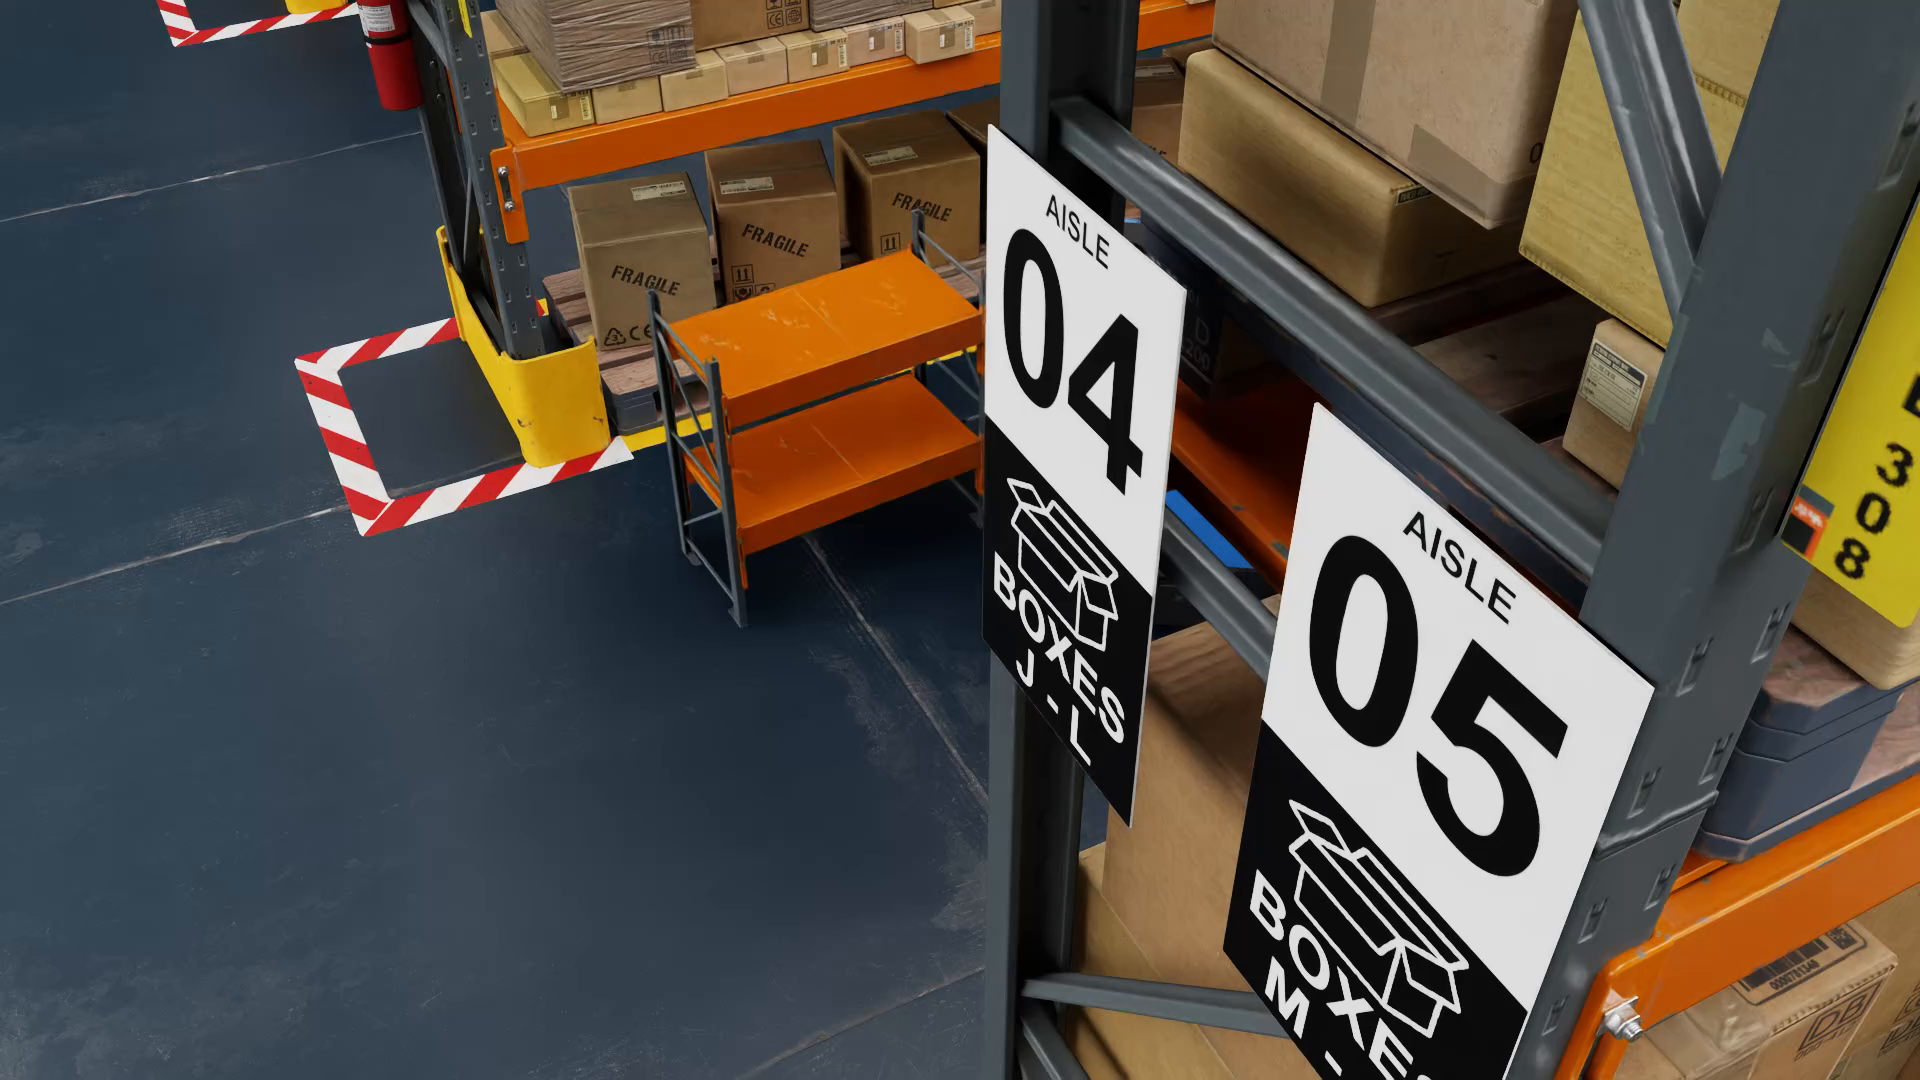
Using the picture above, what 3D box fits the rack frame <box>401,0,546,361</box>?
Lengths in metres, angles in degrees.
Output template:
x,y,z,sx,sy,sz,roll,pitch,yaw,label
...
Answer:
x,y,z,sx,sy,sz,roll,pitch,yaw,label
-1.876,-1.779,6.030,0.127,3.000,1.000,-19,44,-21,rack frame

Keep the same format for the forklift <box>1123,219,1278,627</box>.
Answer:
x,y,z,sx,sy,sz,roll,pitch,yaw,label
1.672,-1.073,5.249,3.031,2.935,1.130,3,40,4,forklift

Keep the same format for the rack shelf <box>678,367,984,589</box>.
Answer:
x,y,z,sx,sy,sz,roll,pitch,yaw,label
-0.461,-0.244,6.046,1.000,0.278,0.538,-22,45,-24,rack shelf

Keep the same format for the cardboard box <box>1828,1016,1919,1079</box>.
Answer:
x,y,z,sx,sy,sz,roll,pitch,yaw,label
1.111,0.722,2.959,0.550,0.550,0.875,-19,44,-21,cardboard box

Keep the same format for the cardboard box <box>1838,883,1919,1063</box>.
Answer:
x,y,z,sx,sy,sz,roll,pitch,yaw,label
1.118,0.318,2.601,0.550,0.550,0.875,-19,44,-21,cardboard box

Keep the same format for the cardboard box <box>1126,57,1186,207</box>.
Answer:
x,y,z,sx,sy,sz,roll,pitch,yaw,label
0.794,-1.908,7.792,0.500,0.500,0.500,-6,41,-7,cardboard box

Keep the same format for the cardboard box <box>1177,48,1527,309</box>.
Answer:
x,y,z,sx,sy,sz,roll,pitch,yaw,label
0.464,-0.448,1.928,0.250,0.149,0.380,-19,44,-21,cardboard box

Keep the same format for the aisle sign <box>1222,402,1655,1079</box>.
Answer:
x,y,z,sx,sy,sz,roll,pitch,yaw,label
0.401,0.294,1.569,0.004,0.787,0.394,-19,44,-21,aisle sign

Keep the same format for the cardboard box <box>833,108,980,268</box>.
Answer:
x,y,z,sx,sy,sz,roll,pitch,yaw,label
-0.236,-1.536,7.353,0.500,0.500,0.500,-15,42,-17,cardboard box

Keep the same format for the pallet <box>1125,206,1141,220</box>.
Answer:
x,y,z,sx,sy,sz,roll,pitch,yaw,label
1.092,-1.688,8.081,1.213,0.211,1.003,-19,44,-21,pallet

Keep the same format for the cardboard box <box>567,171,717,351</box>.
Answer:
x,y,z,sx,sy,sz,roll,pitch,yaw,label
-1.314,-1.162,6.911,0.500,0.500,0.500,-11,41,-13,cardboard box

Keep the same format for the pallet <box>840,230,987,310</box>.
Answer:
x,y,z,sx,sy,sz,roll,pitch,yaw,label
0.009,-1.322,7.648,1.213,0.211,1.003,-19,44,-21,pallet

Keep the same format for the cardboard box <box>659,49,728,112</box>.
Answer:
x,y,z,sx,sy,sz,roll,pitch,yaw,label
-1.054,-1.762,6.204,0.250,0.149,0.380,-19,44,-21,cardboard box

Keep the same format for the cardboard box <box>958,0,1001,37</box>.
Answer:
x,y,z,sx,sy,sz,roll,pitch,yaw,label
0.023,-2.175,6.692,0.250,0.149,0.380,-19,44,-21,cardboard box

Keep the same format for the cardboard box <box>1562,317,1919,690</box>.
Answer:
x,y,z,sx,sy,sz,roll,pitch,yaw,label
0.778,-0.073,1.485,0.250,0.149,0.380,-18,44,-20,cardboard box

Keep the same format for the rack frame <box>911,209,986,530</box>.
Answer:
x,y,z,sx,sy,sz,roll,pitch,yaw,label
-0.029,-0.604,6.093,0.032,1.125,0.500,-22,45,-24,rack frame

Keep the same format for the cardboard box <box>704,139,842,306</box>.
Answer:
x,y,z,sx,sy,sz,roll,pitch,yaw,label
-0.800,-1.360,7.145,0.500,0.500,0.500,-8,41,-9,cardboard box

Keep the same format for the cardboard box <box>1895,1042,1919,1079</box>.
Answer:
x,y,z,sx,sy,sz,roll,pitch,yaw,label
1.666,0.627,3.071,0.550,0.550,0.875,-19,44,-21,cardboard box

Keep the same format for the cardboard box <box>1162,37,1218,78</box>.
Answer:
x,y,z,sx,sy,sz,roll,pitch,yaw,label
1.298,-2.083,7.999,0.500,0.500,0.500,-20,44,-22,cardboard box

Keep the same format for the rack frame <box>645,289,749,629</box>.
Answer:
x,y,z,sx,sy,sz,roll,pitch,yaw,label
-0.893,-0.258,5.684,0.032,1.125,0.500,-22,45,-24,rack frame

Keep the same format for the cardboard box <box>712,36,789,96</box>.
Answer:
x,y,z,sx,sy,sz,roll,pitch,yaw,label
-0.842,-1.848,6.306,0.250,0.149,0.380,-19,44,-21,cardboard box

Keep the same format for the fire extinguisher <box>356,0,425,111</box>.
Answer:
x,y,z,sx,sy,sz,roll,pitch,yaw,label
-2.190,-1.980,6.327,0.183,0.674,0.296,-19,44,-21,fire extinguisher

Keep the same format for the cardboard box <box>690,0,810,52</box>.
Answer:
x,y,z,sx,sy,sz,roll,pitch,yaw,label
-0.987,-2.297,6.335,0.500,0.500,0.875,-19,44,-21,cardboard box

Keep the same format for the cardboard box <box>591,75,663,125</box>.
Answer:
x,y,z,sx,sy,sz,roll,pitch,yaw,label
-1.283,-1.696,6.126,0.250,0.149,0.380,-19,44,-21,cardboard box

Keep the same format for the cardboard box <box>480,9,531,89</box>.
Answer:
x,y,z,sx,sy,sz,roll,pitch,yaw,label
-1.719,-1.887,6.352,0.250,0.149,0.380,-19,44,-21,cardboard box

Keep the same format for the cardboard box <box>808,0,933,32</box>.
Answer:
x,y,z,sx,sy,sz,roll,pitch,yaw,label
-0.524,-2.422,6.482,0.500,0.500,0.875,-19,44,-21,cardboard box

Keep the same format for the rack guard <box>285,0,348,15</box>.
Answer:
x,y,z,sx,sy,sz,roll,pitch,yaw,label
-4.118,-3.713,10.250,0.348,0.500,1.175,-19,44,-21,rack guard

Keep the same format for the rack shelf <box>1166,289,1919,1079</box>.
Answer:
x,y,z,sx,sy,sz,roll,pitch,yaw,label
2.099,-0.374,2.606,4.000,0.370,1.077,-19,44,-21,rack shelf

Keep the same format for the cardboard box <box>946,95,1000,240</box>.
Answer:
x,y,z,sx,sy,sz,roll,pitch,yaw,label
0.280,-1.677,7.520,0.500,0.500,0.500,-22,45,-24,cardboard box

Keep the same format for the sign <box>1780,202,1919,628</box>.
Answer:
x,y,z,sx,sy,sz,roll,pitch,yaw,label
0.577,-0.096,0.982,0.005,0.325,0.100,-19,44,-21,sign

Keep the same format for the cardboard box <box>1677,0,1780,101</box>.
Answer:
x,y,z,sx,sy,sz,roll,pitch,yaw,label
0.769,-0.376,1.226,0.250,0.149,0.380,-18,43,-20,cardboard box

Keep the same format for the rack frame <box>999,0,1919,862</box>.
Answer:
x,y,z,sx,sy,sz,roll,pitch,yaw,label
0.326,-1.197,0.699,0.127,3.000,1.000,-19,44,-21,rack frame

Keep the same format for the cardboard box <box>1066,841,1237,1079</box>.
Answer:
x,y,z,sx,sy,sz,roll,pitch,yaw,label
0.634,0.899,2.750,0.550,0.550,0.875,-19,44,-21,cardboard box

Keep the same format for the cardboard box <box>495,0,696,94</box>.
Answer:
x,y,z,sx,sy,sz,roll,pitch,yaw,label
-1.376,-2.080,6.077,0.500,0.500,0.875,-19,44,-21,cardboard box

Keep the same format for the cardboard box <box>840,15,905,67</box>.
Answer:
x,y,z,sx,sy,sz,roll,pitch,yaw,label
-0.408,-2.009,6.496,0.250,0.149,0.380,-19,44,-21,cardboard box

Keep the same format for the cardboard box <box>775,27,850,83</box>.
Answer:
x,y,z,sx,sy,sz,roll,pitch,yaw,label
-0.617,-1.919,6.389,0.250,0.149,0.380,-19,44,-21,cardboard box

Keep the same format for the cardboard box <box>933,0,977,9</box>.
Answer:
x,y,z,sx,sy,sz,roll,pitch,yaw,label
-0.075,-2.564,6.650,0.500,0.500,0.875,-19,44,-21,cardboard box

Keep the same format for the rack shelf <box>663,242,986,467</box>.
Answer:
x,y,z,sx,sy,sz,roll,pitch,yaw,label
-0.461,-0.654,5.699,1.000,0.278,0.538,-22,45,-24,rack shelf

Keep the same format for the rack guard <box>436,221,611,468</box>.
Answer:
x,y,z,sx,sy,sz,roll,pitch,yaw,label
-1.809,-0.848,6.865,0.348,0.500,1.175,-19,44,-21,rack guard

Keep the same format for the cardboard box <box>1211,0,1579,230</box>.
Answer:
x,y,z,sx,sy,sz,roll,pitch,yaw,label
0.631,-0.613,1.814,0.500,0.250,0.500,-18,43,-20,cardboard box

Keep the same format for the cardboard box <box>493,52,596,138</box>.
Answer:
x,y,z,sx,sy,sz,roll,pitch,yaw,label
-1.513,-1.632,6.051,0.250,0.149,0.380,-19,44,-21,cardboard box

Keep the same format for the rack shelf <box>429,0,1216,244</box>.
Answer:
x,y,z,sx,sy,sz,roll,pitch,yaw,label
-0.102,-2.102,6.968,4.000,0.370,1.077,-19,44,-21,rack shelf

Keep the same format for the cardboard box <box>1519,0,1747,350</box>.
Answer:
x,y,z,sx,sy,sz,roll,pitch,yaw,label
0.872,-0.304,1.449,0.500,0.250,0.500,-19,44,-21,cardboard box

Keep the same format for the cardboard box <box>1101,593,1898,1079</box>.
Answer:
x,y,z,sx,sy,sz,roll,pitch,yaw,label
0.672,0.535,2.344,0.550,0.550,0.875,-19,44,-21,cardboard box

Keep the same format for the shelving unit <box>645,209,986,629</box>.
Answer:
x,y,z,sx,sy,sz,roll,pitch,yaw,label
-0.461,-0.431,5.888,1.048,1.125,0.538,-22,45,-24,shelving unit

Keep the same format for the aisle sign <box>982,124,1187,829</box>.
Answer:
x,y,z,sx,sy,sz,roll,pitch,yaw,label
0.124,-0.050,1.975,0.004,0.787,0.394,-19,44,-21,aisle sign

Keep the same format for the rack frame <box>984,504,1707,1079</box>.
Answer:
x,y,z,sx,sy,sz,roll,pitch,yaw,label
0.326,1.093,2.637,0.127,3.000,1.000,-19,44,-21,rack frame

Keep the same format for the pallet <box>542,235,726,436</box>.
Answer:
x,y,z,sx,sy,sz,roll,pitch,yaw,label
-1.072,-0.960,7.221,1.213,0.211,1.003,-19,44,-21,pallet

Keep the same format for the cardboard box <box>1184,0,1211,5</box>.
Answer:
x,y,z,sx,sy,sz,roll,pitch,yaw,label
0.971,-2.397,6.954,0.250,0.149,0.380,-19,44,-21,cardboard box

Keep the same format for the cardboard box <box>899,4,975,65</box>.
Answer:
x,y,z,sx,sy,sz,roll,pitch,yaw,label
-0.138,-2.024,6.514,0.250,0.149,0.380,-19,44,-21,cardboard box

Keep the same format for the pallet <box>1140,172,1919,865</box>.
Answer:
x,y,z,sx,sy,sz,roll,pitch,yaw,label
0.979,-0.246,1.965,1.213,0.211,1.003,-19,44,-21,pallet

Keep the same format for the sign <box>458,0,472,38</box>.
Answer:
x,y,z,sx,sy,sz,roll,pitch,yaw,label
-1.625,-1.799,5.384,0.005,0.325,0.100,-19,44,-21,sign
